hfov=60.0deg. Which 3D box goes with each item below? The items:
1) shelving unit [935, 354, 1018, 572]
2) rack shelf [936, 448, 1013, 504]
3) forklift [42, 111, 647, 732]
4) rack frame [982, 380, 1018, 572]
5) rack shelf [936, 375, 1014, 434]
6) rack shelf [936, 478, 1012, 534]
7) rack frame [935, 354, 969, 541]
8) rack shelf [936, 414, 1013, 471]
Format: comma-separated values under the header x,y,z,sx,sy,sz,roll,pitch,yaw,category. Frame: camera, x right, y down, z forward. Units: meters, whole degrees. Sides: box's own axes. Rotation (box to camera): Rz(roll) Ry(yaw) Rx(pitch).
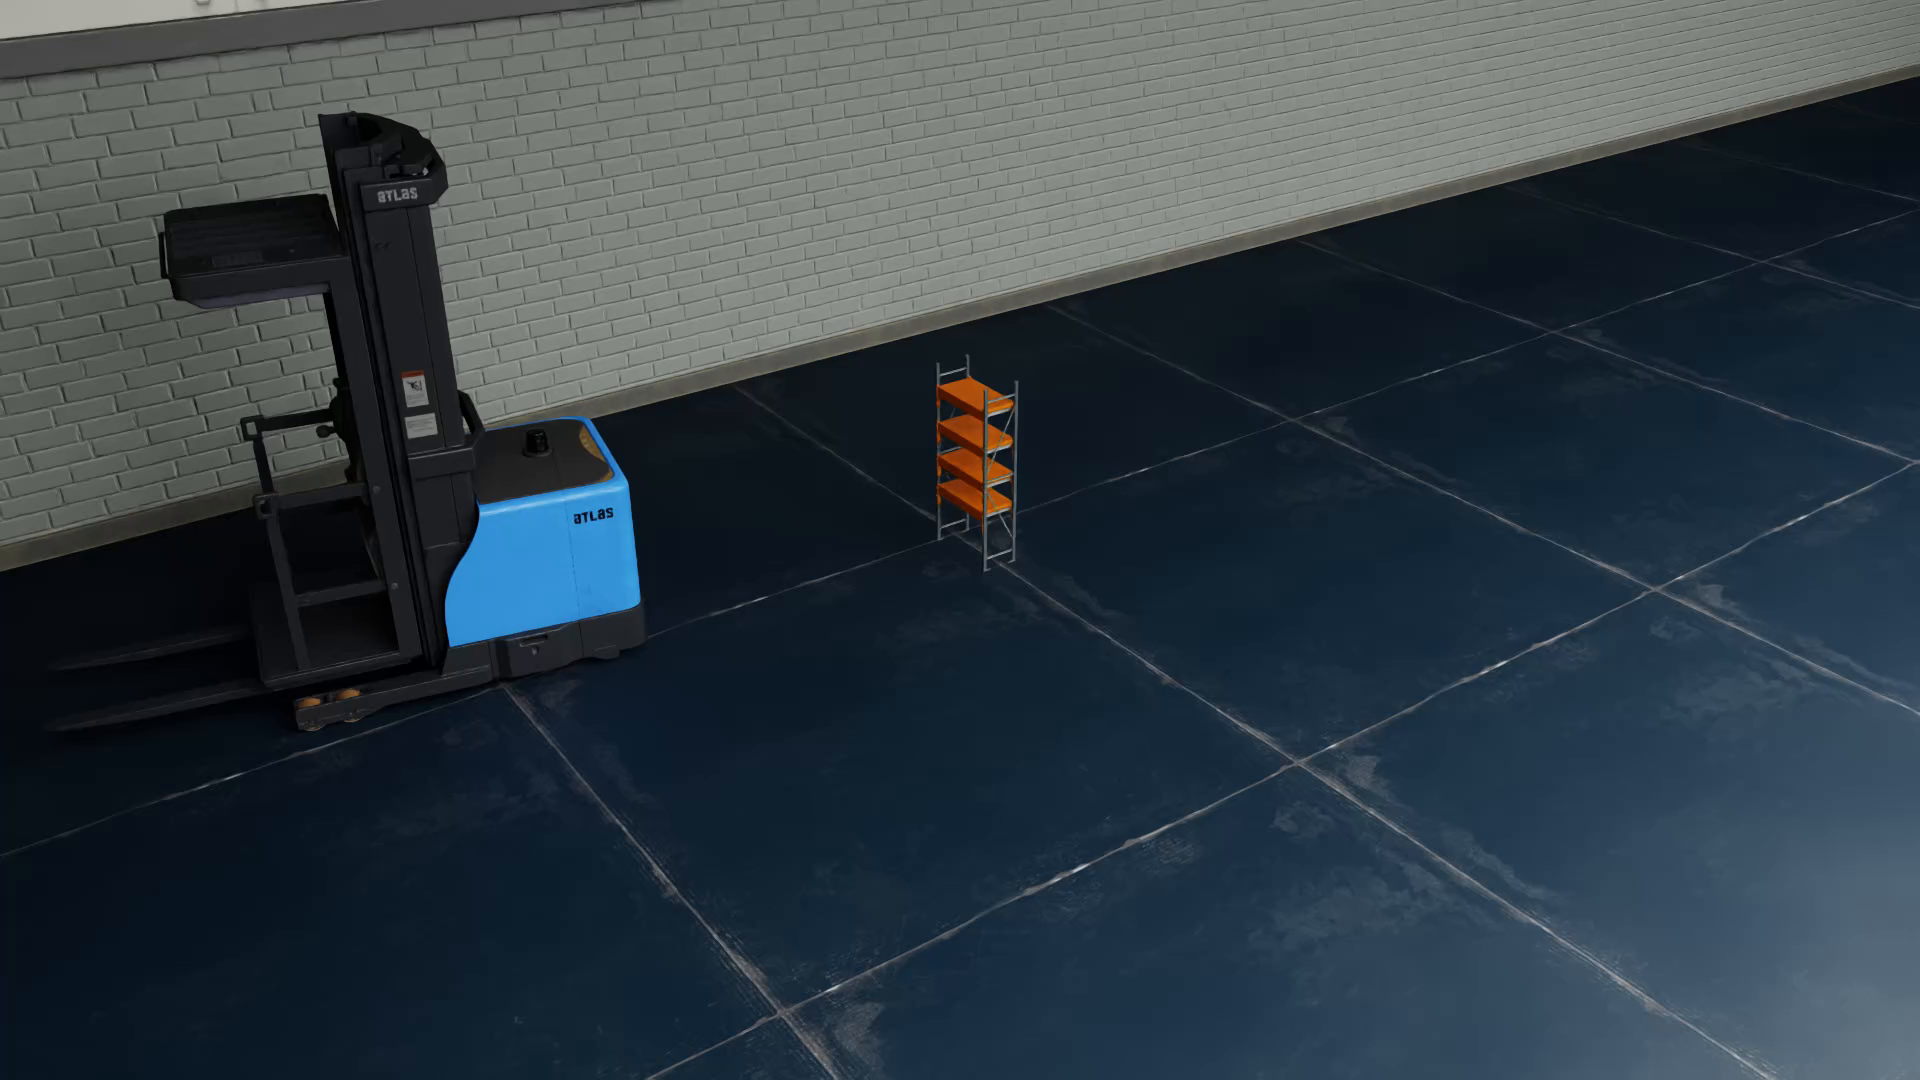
x,y,z,sx,sy,sz,roll,pitch,yaw,category
0.096,-0.463,10.072,0.258,1.200,0.503,-19,34,-31,shelving unit
0.096,-0.404,10.104,0.258,0.148,0.480,-19,34,-31,rack shelf
-3.316,-0.583,8.478,3.031,2.935,1.130,-12,31,-21,forklift
0.238,-0.368,9.897,0.240,1.200,0.015,-19,34,-31,rack frame
0.096,-0.808,9.884,0.258,0.148,0.480,-19,34,-31,rack shelf
0.096,-0.229,10.199,0.258,0.148,0.480,-19,34,-31,rack shelf
-0.046,-0.558,10.246,0.240,1.200,0.015,-19,34,-31,rack frame
0.096,-0.600,9.997,0.258,0.148,0.480,-19,34,-31,rack shelf
